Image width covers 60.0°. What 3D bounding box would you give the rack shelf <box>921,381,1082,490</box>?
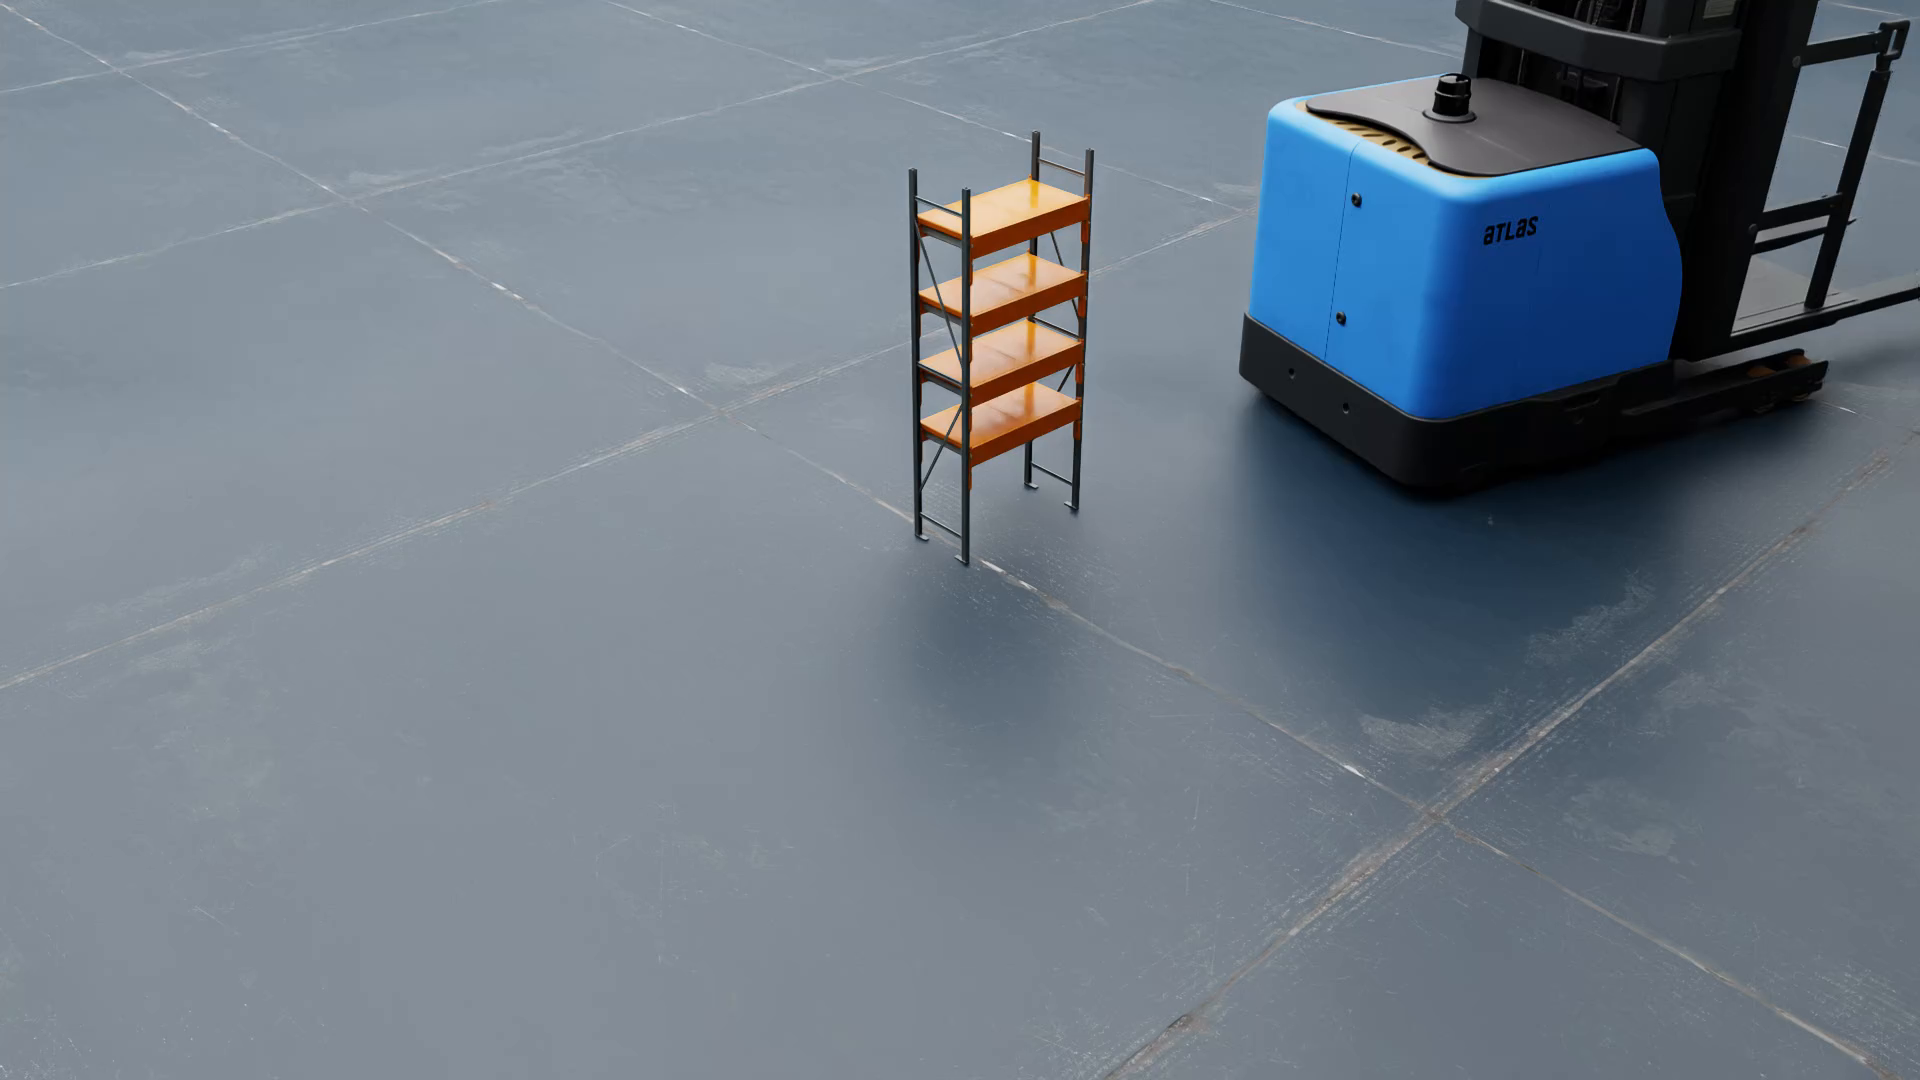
[{"bbox_3d":[0.121,-0.344,5.172,0.480,0.148,0.258,-26,40,-35],"label":"rack shelf"}]

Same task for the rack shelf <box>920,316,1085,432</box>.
[{"bbox_3d":[0.121,-0.513,5.068,0.480,0.148,0.258,-26,40,-35],"label":"rack shelf"}]

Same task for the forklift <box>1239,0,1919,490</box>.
[{"bbox_3d":[2.578,-1.940,5.614,3.031,2.935,1.130,-15,34,-23],"label":"forklift"}]

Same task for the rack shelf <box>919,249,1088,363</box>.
[{"bbox_3d":[0.121,-0.704,4.951,0.480,0.148,0.258,-26,40,-35],"label":"rack shelf"}]

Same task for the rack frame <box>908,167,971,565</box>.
[{"bbox_3d":[-0.058,-0.484,4.891,0.015,1.200,0.240,-26,40,-35],"label":"rack frame"}]

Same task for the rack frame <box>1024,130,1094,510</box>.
[{"bbox_3d":[0.300,-0.657,5.175,0.015,1.200,0.240,-26,40,-35],"label":"rack frame"}]

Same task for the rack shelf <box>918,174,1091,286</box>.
[{"bbox_3d":[0.121,-0.906,4.828,0.480,0.148,0.258,-26,40,-35],"label":"rack shelf"}]

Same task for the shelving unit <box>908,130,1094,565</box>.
[{"bbox_3d":[0.121,-0.571,5.033,0.503,1.200,0.258,-26,40,-35],"label":"shelving unit"}]
